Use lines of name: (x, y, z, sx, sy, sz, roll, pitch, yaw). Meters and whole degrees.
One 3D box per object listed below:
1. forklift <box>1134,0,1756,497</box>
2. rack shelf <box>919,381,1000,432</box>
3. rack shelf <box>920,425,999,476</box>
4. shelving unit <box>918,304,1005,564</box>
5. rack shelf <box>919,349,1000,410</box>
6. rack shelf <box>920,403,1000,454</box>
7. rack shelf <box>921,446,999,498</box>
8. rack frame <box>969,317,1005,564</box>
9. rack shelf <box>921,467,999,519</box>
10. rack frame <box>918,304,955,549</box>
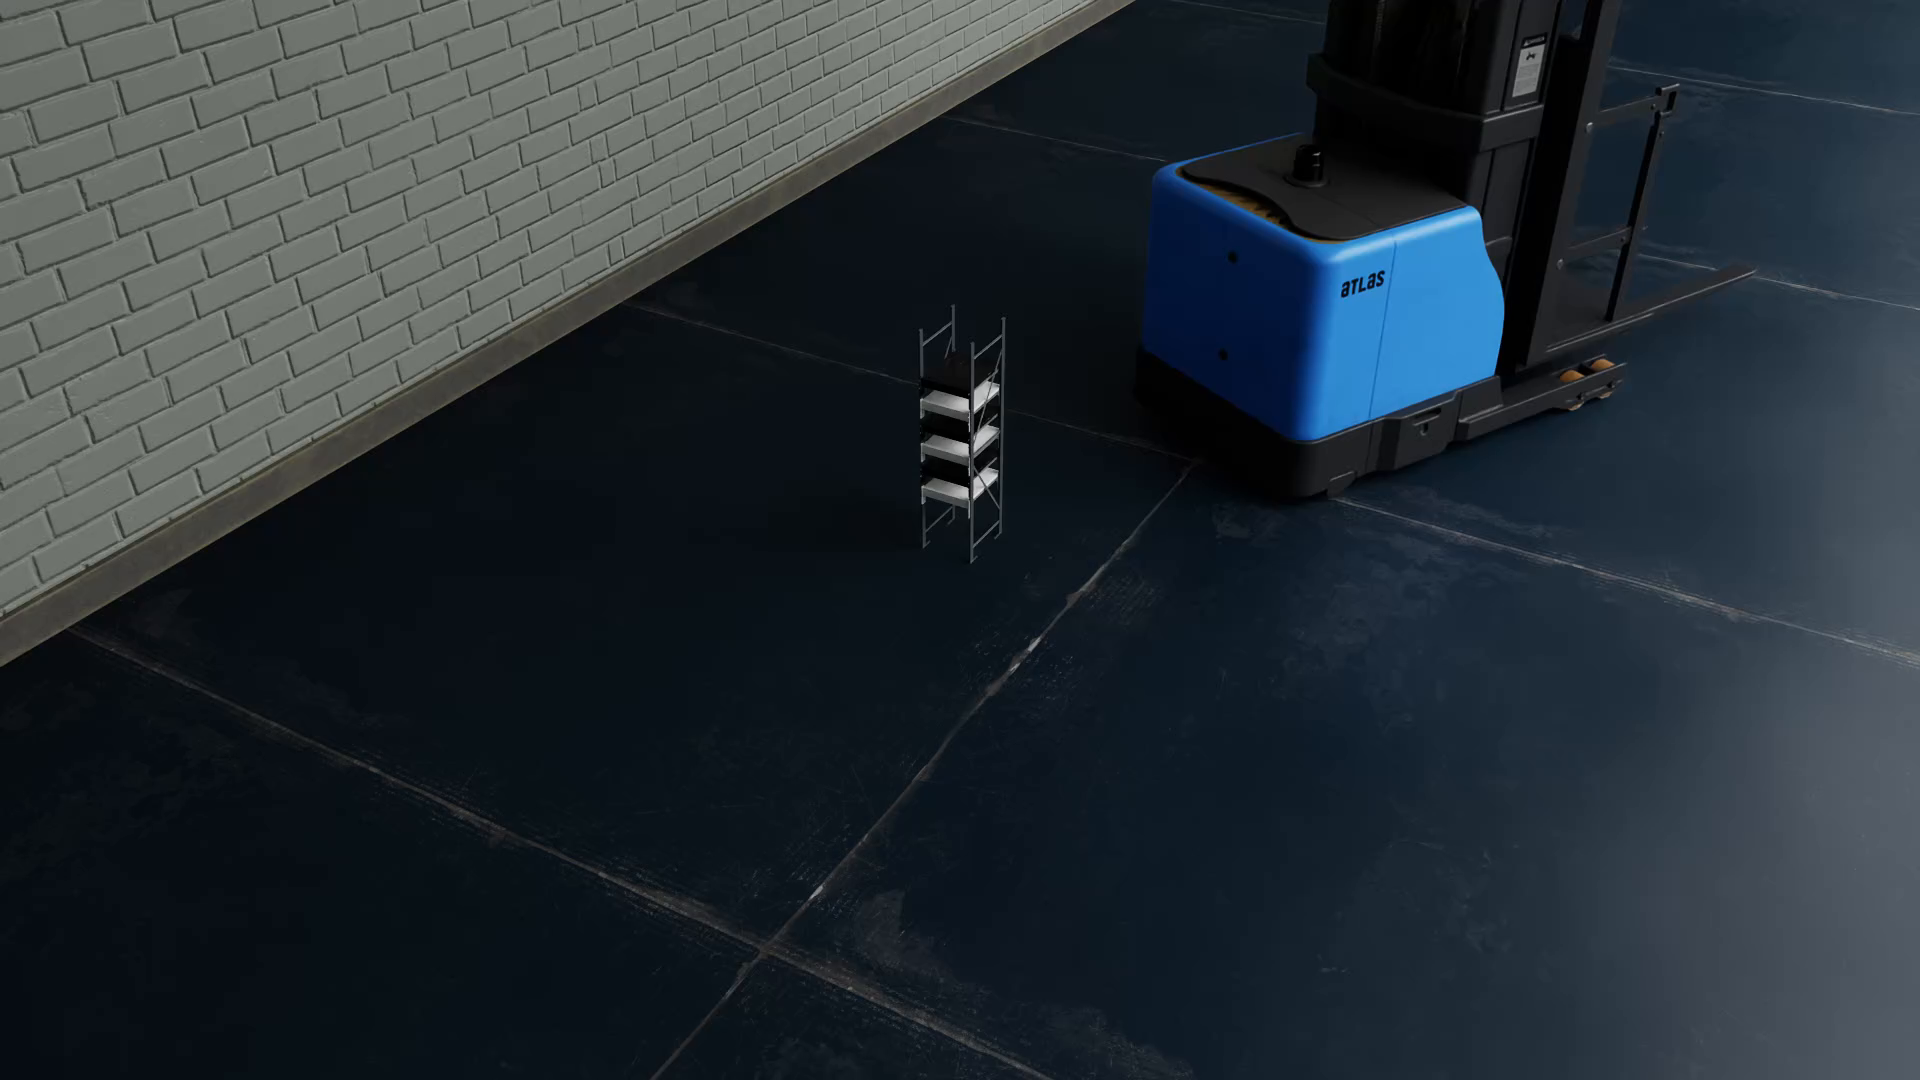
forklift: (2.255, -1.998, 6.605, 3.031, 2.935, 1.130, -20, 38, -27)
rack shelf: (0.007, -0.494, 5.916, 0.200, 0.077, 0.258, 18, 37, 24)
rack shelf: (0.007, -0.345, 6.016, 0.200, 0.077, 0.258, 18, 37, 24)
shelving unit: (0.007, -0.372, 5.997, 0.210, 0.900, 0.258, 18, 37, 24)
rack shelf: (0.007, -0.569, 5.866, 0.200, 0.077, 0.258, 18, 37, 24)
rack shelf: (0.007, -0.419, 5.966, 0.200, 0.077, 0.258, 18, 37, 24)
rack shelf: (0.007, -0.270, 6.066, 0.200, 0.077, 0.258, 18, 37, 24)
rack frame: (0.095, -0.344, 5.955, 0.006, 0.900, 0.240, 18, 37, 24)
rack shelf: (0.007, -0.195, 6.115, 0.200, 0.077, 0.258, 18, 37, 24)
rack frame: (-0.081, -0.400, 6.039, 0.006, 0.900, 0.240, 18, 37, 24)
